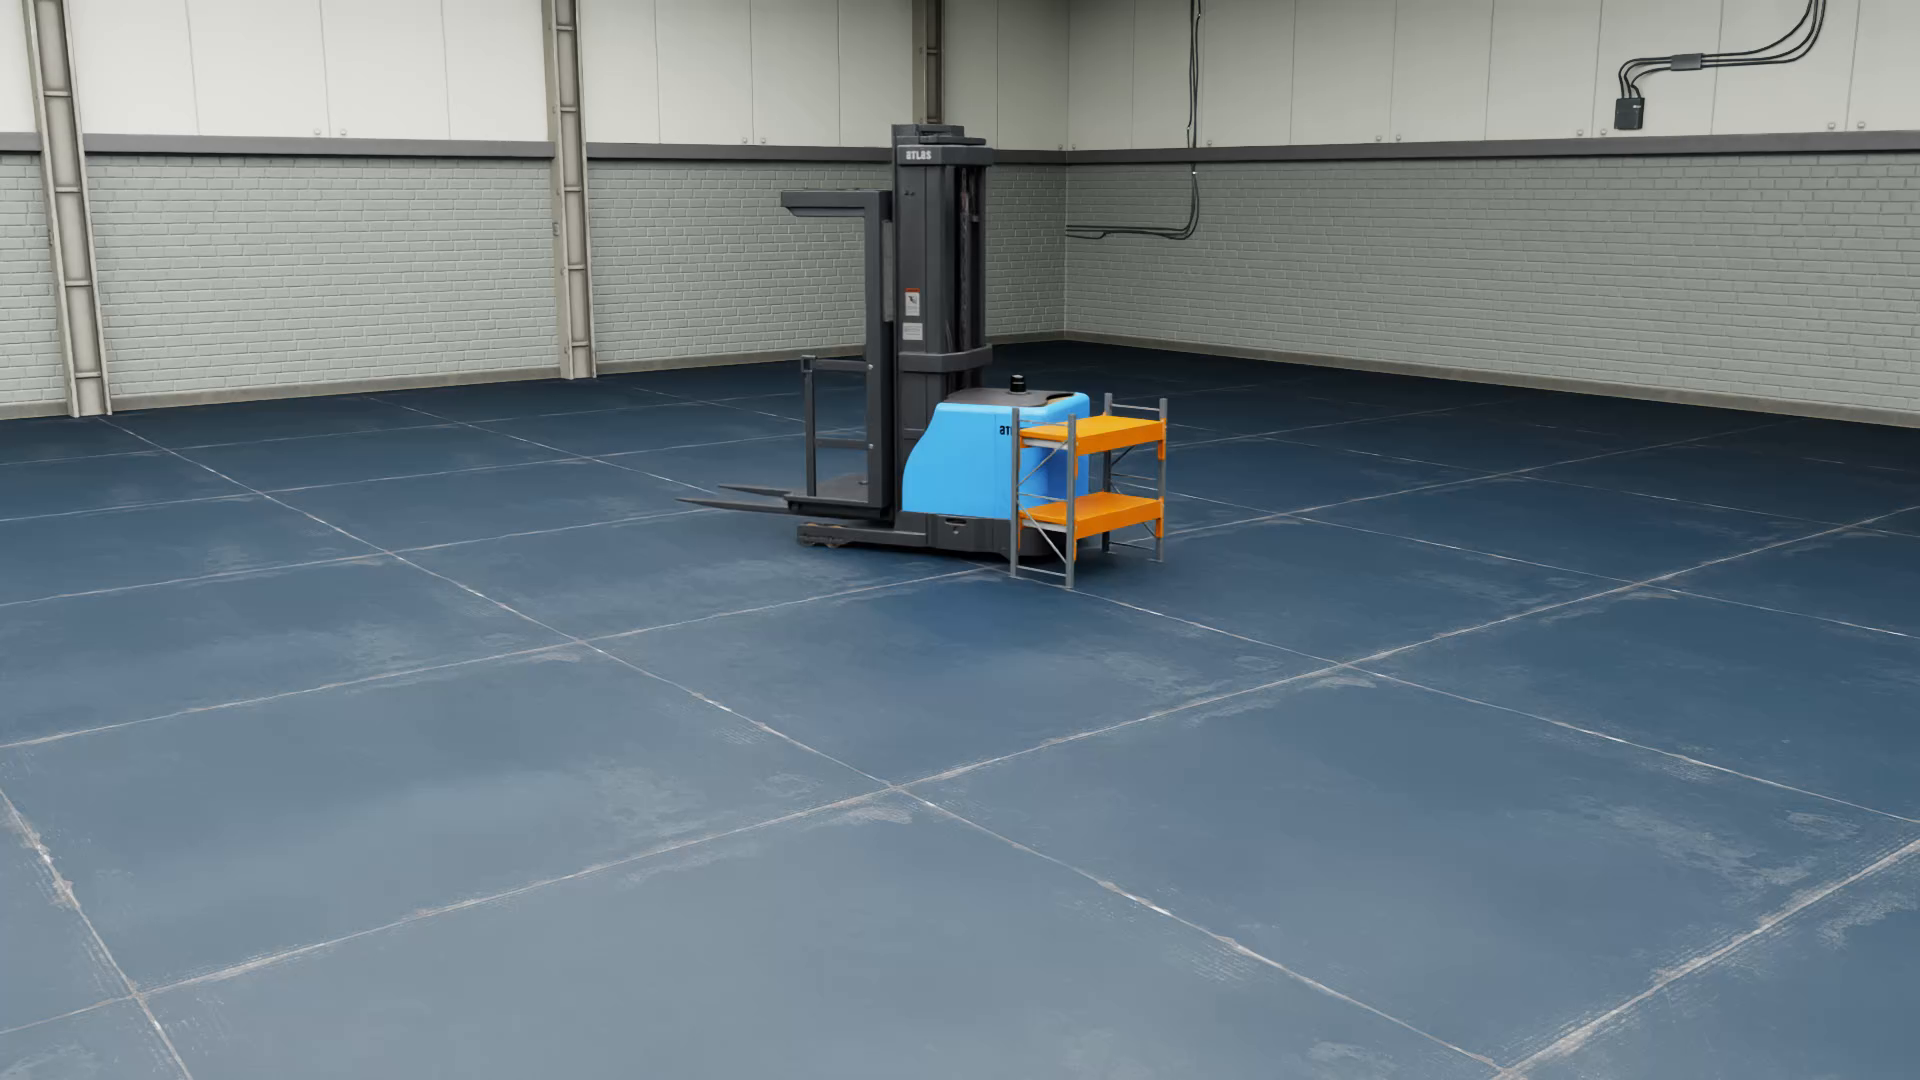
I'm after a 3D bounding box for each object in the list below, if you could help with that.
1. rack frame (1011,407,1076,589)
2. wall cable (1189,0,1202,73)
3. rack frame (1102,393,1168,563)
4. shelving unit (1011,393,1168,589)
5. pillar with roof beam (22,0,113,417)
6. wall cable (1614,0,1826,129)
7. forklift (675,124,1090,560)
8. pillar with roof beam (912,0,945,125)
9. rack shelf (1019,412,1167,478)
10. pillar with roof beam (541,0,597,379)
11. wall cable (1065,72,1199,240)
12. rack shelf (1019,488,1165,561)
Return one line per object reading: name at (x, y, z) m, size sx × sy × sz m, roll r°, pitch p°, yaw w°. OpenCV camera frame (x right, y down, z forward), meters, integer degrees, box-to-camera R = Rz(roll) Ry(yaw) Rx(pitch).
rack frame at (0.532, -0.272, 10.699) m, size 0.500 × 1.125 × 0.032 m, roll 10°, pitch 16°, yaw 40°
wall cable at (4.338, -8.062, 23.749) m, size 0.112 × 2.526 × 3.097 m, roll -9°, pitch 15°, yaw -38°
rack frame at (1.198, -0.431, 11.450) m, size 0.500 × 1.125 × 0.032 m, roll 10°, pitch 16°, yaw 40°
shelving unit at (0.865, -0.351, 11.074) m, size 0.538 × 1.125 × 1.048 m, roll 10°, pitch 16°, yaw 40°
pillar with roof beam at (-7.159, -5.126, 14.606) m, size 0.400 × 9.000 × 9.100 m, roll -9°, pitch 15°, yaw -38°
wall cable at (8.566, -7.671, 18.403) m, size 0.169 × 6.003 × 2.305 m, roll -9°, pitch 15°, yaw -38°
forklift at (-0.624, -1.468, 11.987) m, size 3.031 × 2.935 × 1.130 m, roll 5°, pitch 13°, yaw 22°
pillar with roof beam at (2.211, -6.684, 21.939) m, size 0.400 × 9.000 × 9.100 m, roll -9°, pitch 15°, yaw -38°
rack shelf at (0.865, -0.638, 11.013) m, size 0.538 × 0.278 × 1.000 m, roll 10°, pitch 16°, yaw 40°
pillar with roof beam at (-2.474, -5.905, 18.273) m, size 0.400 × 9.000 × 9.100 m, roll -9°, pitch 15°, yaw -38°
wall cable at (2.648, -6.031, 26.340) m, size 0.112 × 2.526 × 3.097 m, roll -9°, pitch 15°, yaw -38°
rack shelf at (0.865, -0.112, 11.125) m, size 0.538 × 0.278 × 1.000 m, roll 10°, pitch 16°, yaw 40°
